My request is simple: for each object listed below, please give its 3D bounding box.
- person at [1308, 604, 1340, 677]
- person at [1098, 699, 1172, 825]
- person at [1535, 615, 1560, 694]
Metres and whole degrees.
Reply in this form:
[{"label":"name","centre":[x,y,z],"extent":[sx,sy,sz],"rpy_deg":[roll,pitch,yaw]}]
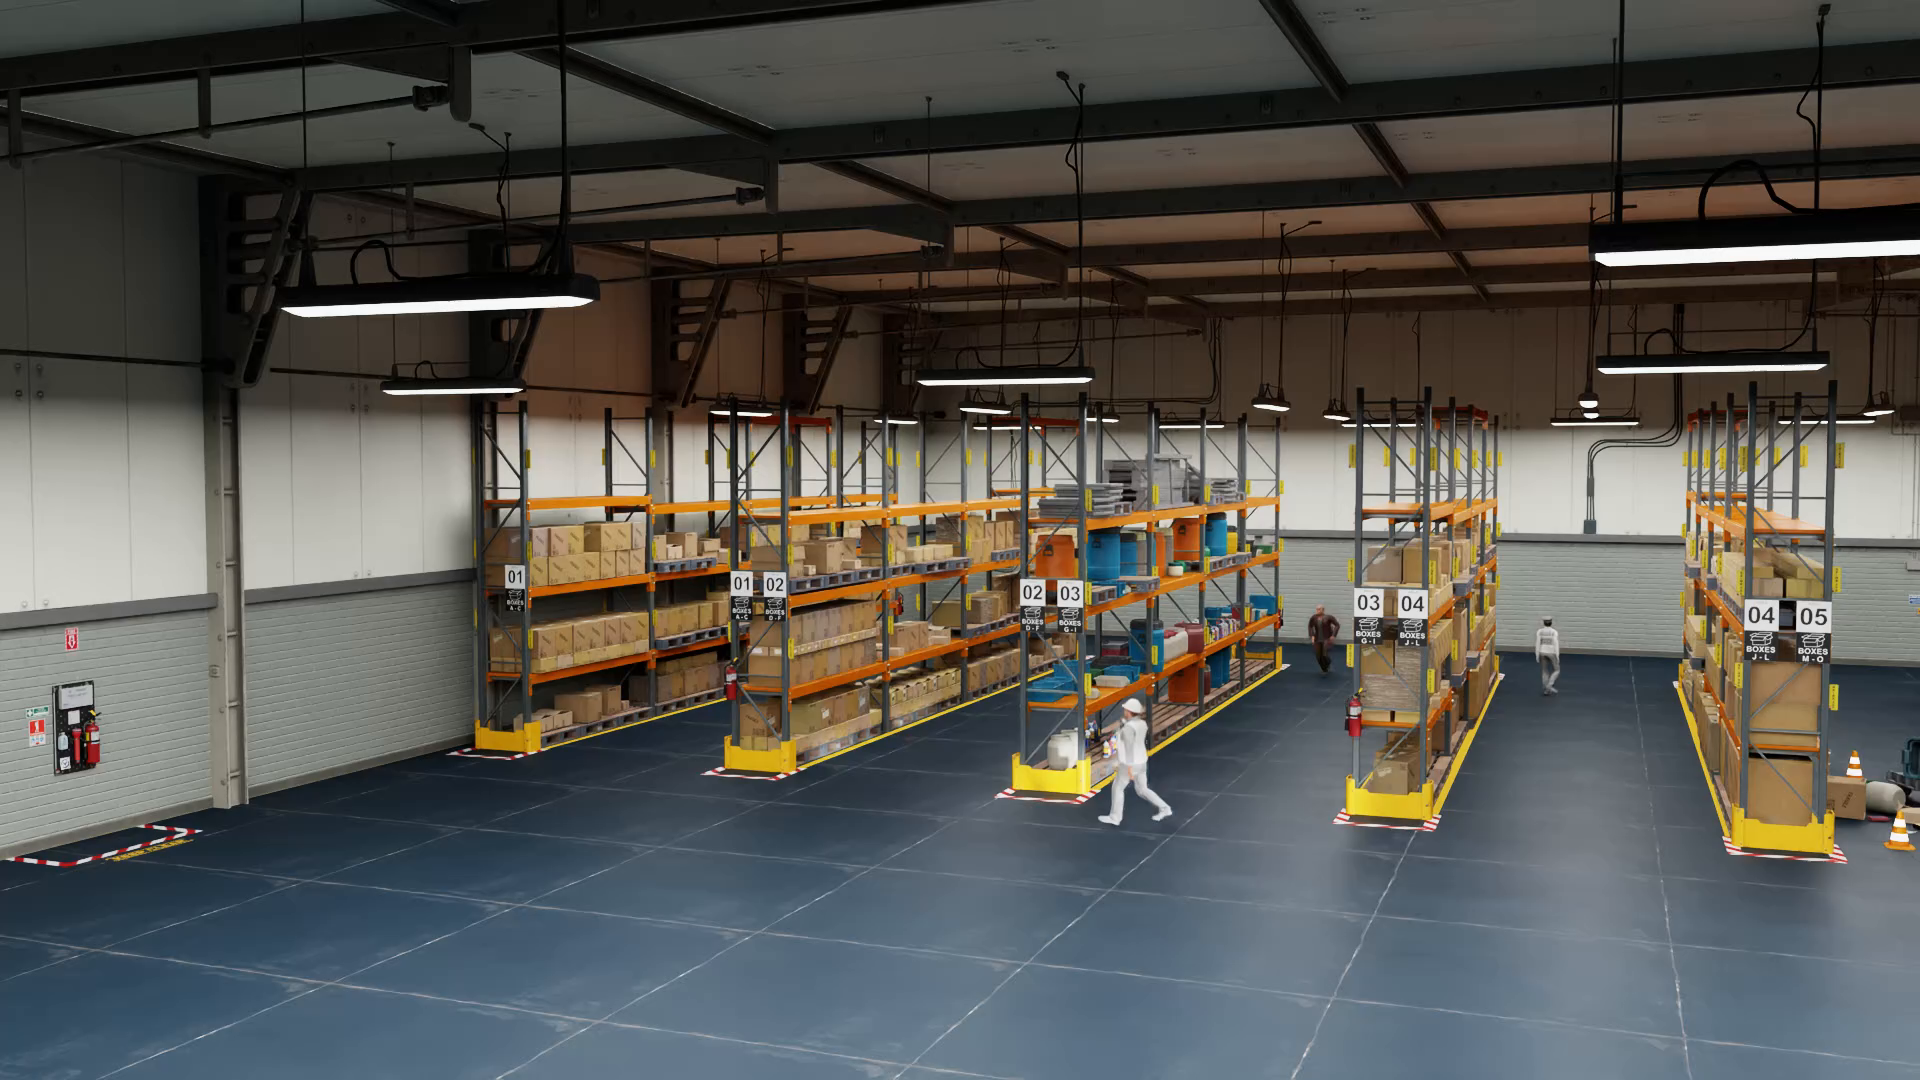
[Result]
[{"label":"person","centre":[8.382,2.308,38.253],"extent":[0.753,1.686,0.640],"rpy_deg":[2,3,30]},{"label":"person","centre":[2.382,3.027,22.640],"extent":[0.999,1.738,0.542],"rpy_deg":[1,3,24]},{"label":"person","centre":[12.473,2.452,35.324],"extent":[0.523,1.673,0.480],"rpy_deg":[2,3,37]}]
